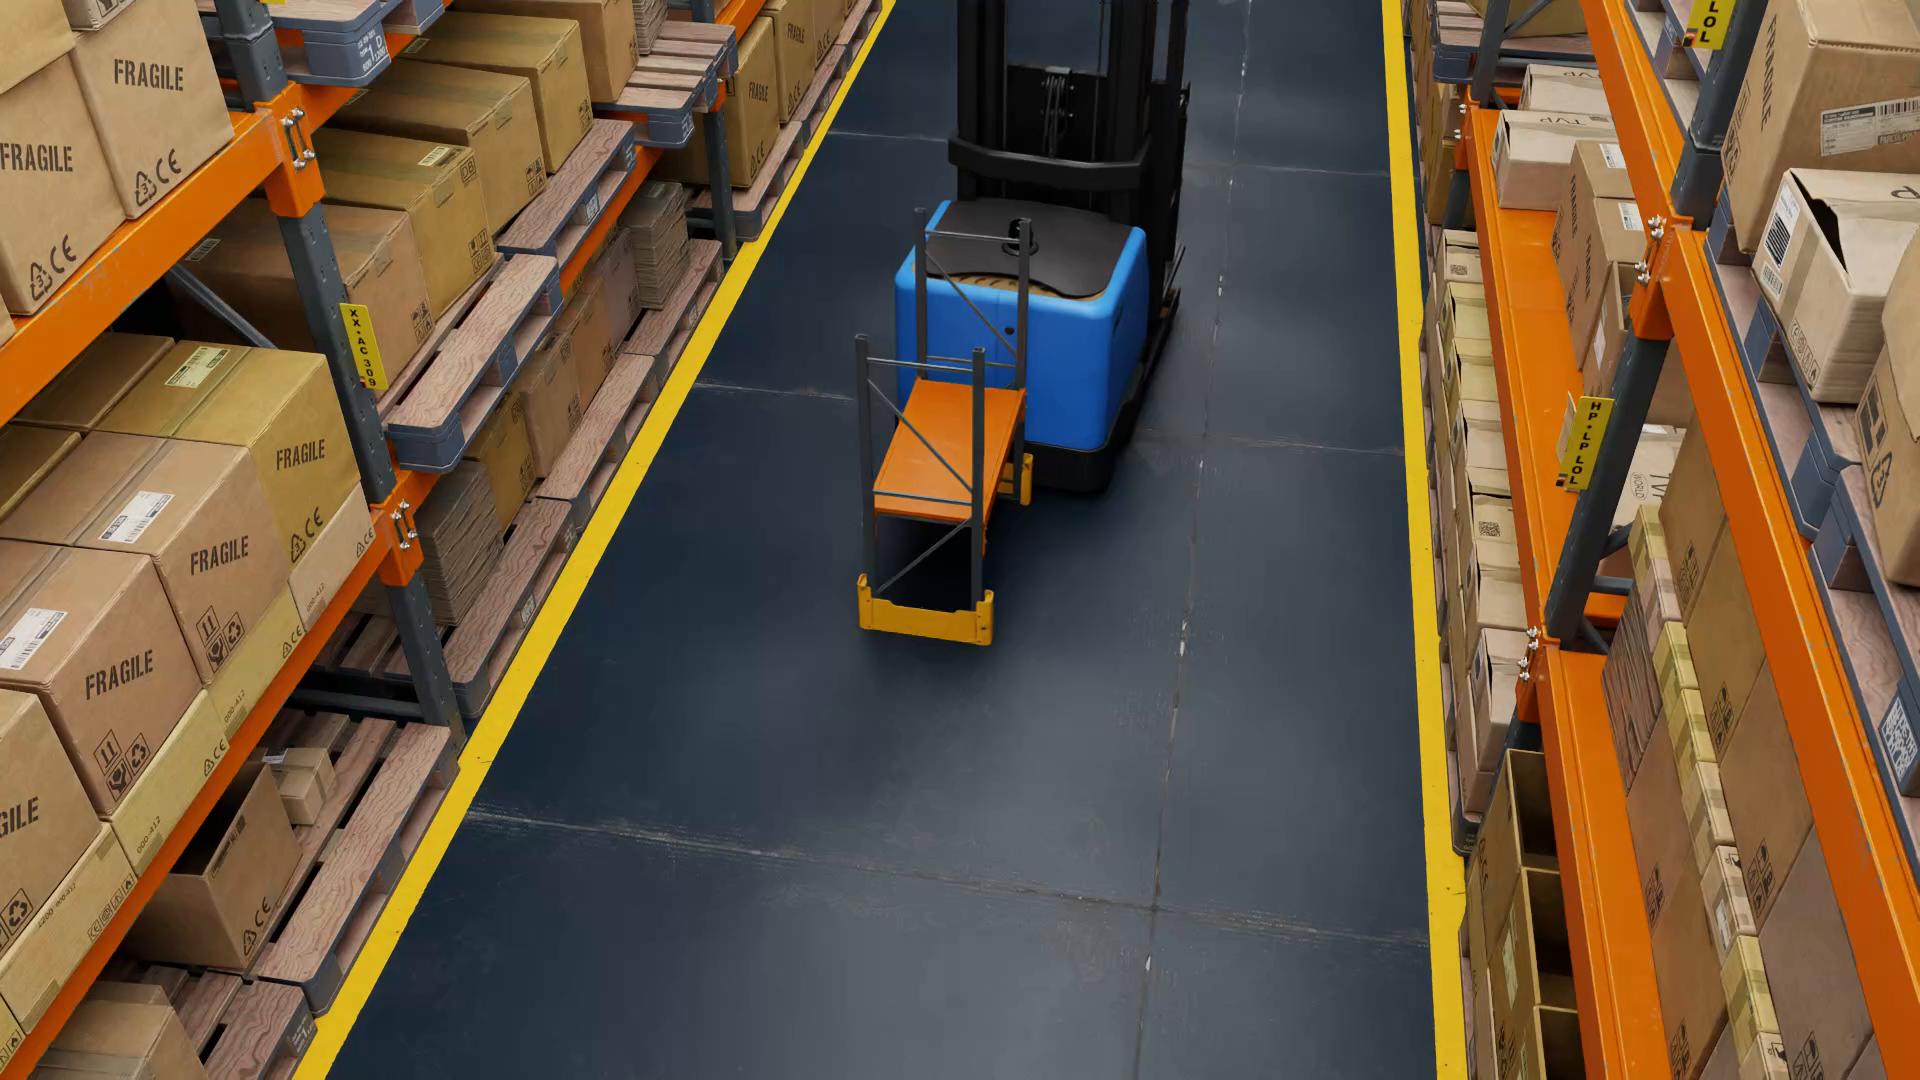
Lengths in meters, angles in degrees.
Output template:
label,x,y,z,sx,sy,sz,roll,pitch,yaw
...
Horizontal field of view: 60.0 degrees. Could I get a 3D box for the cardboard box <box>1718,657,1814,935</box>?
label,x,y,z,sx,sy,sz,roll,pitch,yaw
cardboard box,2.131,0.559,3.624,0.700,0.500,0.500,6,40,8

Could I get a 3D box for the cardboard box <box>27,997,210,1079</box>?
label,x,y,z,sx,sy,sz,roll,pitch,yaw
cardboard box,-2.713,1.710,4.944,0.700,0.500,0.500,4,40,5

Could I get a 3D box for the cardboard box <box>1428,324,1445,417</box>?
label,x,y,z,sx,sy,sz,roll,pitch,yaw
cardboard box,2.601,-0.814,8.209,0.500,0.250,0.500,5,40,6

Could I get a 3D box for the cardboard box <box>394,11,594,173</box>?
label,x,y,z,sx,sy,sz,roll,pitch,yaw
cardboard box,-2.077,-1.995,7.386,0.700,0.500,0.500,6,40,8

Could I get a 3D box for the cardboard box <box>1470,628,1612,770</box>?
label,x,y,z,sx,sy,sz,roll,pitch,yaw
cardboard box,2.163,0.582,6.080,0.500,0.311,0.500,6,40,8

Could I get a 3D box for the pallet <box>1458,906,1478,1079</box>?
label,x,y,z,sx,sy,sz,roll,pitch,yaw
pallet,2.196,1.756,5.461,1.003,0.211,1.213,6,40,8

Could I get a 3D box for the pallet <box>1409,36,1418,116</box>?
label,x,y,z,sx,sy,sz,roll,pitch,yaw
pallet,3.656,-3.245,11.509,1.003,0.211,1.213,6,40,8

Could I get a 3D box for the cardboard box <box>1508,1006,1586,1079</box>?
label,x,y,z,sx,sy,sz,roll,pitch,yaw
cardboard box,1.814,1.679,4.604,0.500,0.500,0.500,6,40,8

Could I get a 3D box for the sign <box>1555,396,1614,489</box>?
label,x,y,z,sx,sy,sz,roll,pitch,yaw
sign,1.839,-0.283,4.892,0.100,0.325,0.005,6,40,8

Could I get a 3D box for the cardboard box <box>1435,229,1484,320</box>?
label,x,y,z,sx,sy,sz,roll,pitch,yaw
cardboard box,2.688,-1.346,8.412,0.500,0.311,0.500,8,40,9

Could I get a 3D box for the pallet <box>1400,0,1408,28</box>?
label,x,y,z,sx,sy,sz,roll,pitch,yaw
pallet,3.879,-4.190,12.653,1.003,0.211,1.213,6,40,8

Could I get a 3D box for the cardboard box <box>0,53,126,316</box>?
label,x,y,z,sx,sy,sz,roll,pitch,yaw
cardboard box,-2.448,-0.899,4.036,0.500,0.500,0.500,3,40,4

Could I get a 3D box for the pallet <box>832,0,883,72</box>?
label,x,y,z,sx,sy,sz,roll,pitch,yaw
pallet,-1.179,-3.811,12.194,1.003,0.211,1.213,6,40,8

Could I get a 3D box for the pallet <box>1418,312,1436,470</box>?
label,x,y,z,sx,sy,sz,roll,pitch,yaw
pallet,2.887,-0.737,8.475,1.003,0.211,1.213,6,40,8

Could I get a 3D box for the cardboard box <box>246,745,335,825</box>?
label,x,y,z,sx,sy,sz,roll,pitch,yaw
cardboard box,-2.567,0.904,6.181,0.380,0.166,0.250,2,40,2

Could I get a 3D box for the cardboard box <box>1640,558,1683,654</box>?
label,x,y,z,sx,sy,sz,roll,pitch,yaw
cardboard box,2.095,0.203,4.563,0.380,0.149,0.250,7,40,8

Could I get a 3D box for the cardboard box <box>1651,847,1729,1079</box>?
label,x,y,z,sx,sy,sz,roll,pitch,yaw
cardboard box,2.129,1.073,4.019,0.700,0.500,0.500,7,40,8

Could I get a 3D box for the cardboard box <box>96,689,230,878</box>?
label,x,y,z,sx,sy,sz,roll,pitch,yaw
cardboard box,-2.454,0.653,4.709,0.500,0.250,0.500,6,40,7

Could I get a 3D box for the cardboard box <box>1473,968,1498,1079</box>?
label,x,y,z,sx,sy,sz,roll,pitch,yaw
cardboard box,1.905,1.655,5.222,0.500,0.250,0.500,6,40,8

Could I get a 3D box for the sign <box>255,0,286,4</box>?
label,x,y,z,sx,sy,sz,roll,pitch,yaw
sign,-1.969,-1.658,4.641,0.100,0.325,0.005,6,40,8

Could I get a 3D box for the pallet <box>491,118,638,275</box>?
label,x,y,z,sx,sy,sz,roll,pitch,yaw
pallet,-2.114,-1.547,7.418,1.003,0.211,1.213,6,40,8

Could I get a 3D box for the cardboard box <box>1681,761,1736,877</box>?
label,x,y,z,sx,sy,sz,roll,pitch,yaw
cardboard box,1.962,0.687,3.978,0.380,0.149,0.250,5,40,6

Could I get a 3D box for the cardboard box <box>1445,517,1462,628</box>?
label,x,y,z,sx,sy,sz,roll,pitch,yaw
cardboard box,2.339,0.154,7.038,0.500,0.250,0.500,7,40,9

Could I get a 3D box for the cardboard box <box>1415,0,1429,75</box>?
label,x,y,z,sx,sy,sz,roll,pitch,yaw
cardboard box,3.355,-3.428,11.158,0.500,0.500,0.500,7,40,8

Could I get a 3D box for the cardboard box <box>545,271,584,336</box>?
label,x,y,z,sx,sy,sz,roll,pitch,yaw
cardboard box,-2.130,-1.231,7.913,0.500,0.250,0.500,6,40,7

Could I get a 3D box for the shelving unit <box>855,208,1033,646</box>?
label,x,y,z,sx,sy,sz,roll,pitch,yaw
shelving unit,-0.048,-0.491,7.167,0.587,1.500,1.083,7,40,9

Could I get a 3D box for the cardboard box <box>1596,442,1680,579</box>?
label,x,y,z,sx,sy,sz,roll,pitch,yaw
cardboard box,2.417,-0.069,5.598,0.500,0.250,0.500,9,40,10

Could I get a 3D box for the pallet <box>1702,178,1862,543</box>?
label,x,y,z,sx,sy,sz,roll,pitch,yaw
pallet,2.253,-0.397,3.592,1.003,0.211,1.213,6,40,8

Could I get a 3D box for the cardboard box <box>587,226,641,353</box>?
label,x,y,z,sx,sy,sz,roll,pitch,yaw
cardboard box,-2.089,-1.306,8.592,0.700,0.500,0.500,6,40,8

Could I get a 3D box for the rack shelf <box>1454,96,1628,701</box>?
label,x,y,z,sx,sy,sz,roll,pitch,yaw
rack shelf,2.721,-0.791,6.918,1.077,0.370,4.000,6,40,8

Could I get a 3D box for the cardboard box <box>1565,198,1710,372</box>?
label,x,y,z,sx,sy,sz,roll,pitch,yaw
cardboard box,2.702,-0.977,6.499,0.500,0.500,0.500,6,40,8

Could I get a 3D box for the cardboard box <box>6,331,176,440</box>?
label,x,y,z,sx,sy,sz,roll,pitch,yaw
cardboard box,-2.791,-0.324,5.302,0.500,0.500,0.500,6,40,7

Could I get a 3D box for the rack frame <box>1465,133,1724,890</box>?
label,x,y,z,sx,sy,sz,roll,pitch,yaw
rack frame,2.375,0.187,5.170,1.000,3.000,0.127,6,40,8

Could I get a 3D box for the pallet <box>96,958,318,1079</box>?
label,x,y,z,sx,sy,sz,roll,pitch,yaw
pallet,-2.795,1.911,5.273,1.003,0.211,1.213,6,40,8

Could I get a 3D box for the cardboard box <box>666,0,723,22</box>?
label,x,y,z,sx,sy,sz,roll,pitch,yaw
cardboard box,-1.527,-2.960,9.157,0.380,0.149,0.250,6,40,7

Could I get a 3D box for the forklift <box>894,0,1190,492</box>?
label,x,y,z,sx,sy,sz,roll,pitch,yaw
forklift,0.592,-2.304,8.236,1.130,2.935,3.031,11,41,13

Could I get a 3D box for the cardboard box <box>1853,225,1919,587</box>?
label,x,y,z,sx,sy,sz,roll,pitch,yaw
cardboard box,1.966,-0.206,2.770,0.797,0.503,0.637,11,41,13

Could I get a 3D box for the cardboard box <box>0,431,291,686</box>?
label,x,y,z,sx,sy,sz,roll,pitch,yaw
cardboard box,-2.362,0.048,4.851,0.500,0.500,0.500,6,40,7

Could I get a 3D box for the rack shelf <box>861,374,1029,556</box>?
label,x,y,z,sx,sy,sz,roll,pitch,yaw
rack shelf,-0.050,-0.347,7.275,0.538,0.185,1.000,7,40,9

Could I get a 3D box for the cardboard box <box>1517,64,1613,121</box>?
label,x,y,z,sx,sy,sz,roll,pitch,yaw
cardboard box,2.961,-2.066,7.965,0.500,0.311,0.500,9,40,10

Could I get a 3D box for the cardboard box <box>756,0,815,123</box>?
label,x,y,z,sx,sy,sz,roll,pitch,yaw
cardboard box,-1.398,-3.197,10.620,0.750,0.750,0.750,6,40,7

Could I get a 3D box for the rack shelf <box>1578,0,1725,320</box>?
label,x,y,z,sx,sy,sz,roll,pitch,yaw
rack shelf,2.721,-1.947,5.962,1.077,0.370,4.000,6,40,8

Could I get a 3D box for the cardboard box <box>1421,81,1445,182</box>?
label,x,y,z,sx,sy,sz,roll,pitch,yaw
cardboard box,3.088,-2.468,9.997,0.500,0.500,0.500,5,40,6

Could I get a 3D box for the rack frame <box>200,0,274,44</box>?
label,x,y,z,sx,sy,sz,roll,pitch,yaw
rack frame,-2.504,-2.669,3.917,1.000,3.000,0.127,6,40,8

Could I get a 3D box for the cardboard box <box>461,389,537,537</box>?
label,x,y,z,sx,sy,sz,roll,pitch,yaw
cardboard box,-2.353,-0.357,7.444,0.700,0.500,0.500,6,40,7

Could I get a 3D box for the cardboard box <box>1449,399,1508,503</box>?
label,x,y,z,sx,sy,sz,roll,pitch,yaw
cardboard box,2.426,-0.373,7.235,0.500,0.311,0.500,6,40,7

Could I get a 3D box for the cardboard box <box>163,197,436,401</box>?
label,x,y,z,sx,sy,sz,roll,pitch,yaw
cardboard box,-2.383,-0.881,6.038,0.700,0.500,0.500,7,40,8

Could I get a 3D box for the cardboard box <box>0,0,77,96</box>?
label,x,y,z,sx,sy,sz,roll,pitch,yaw
cardboard box,-2.409,-1.254,3.679,0.500,0.500,0.500,8,40,10

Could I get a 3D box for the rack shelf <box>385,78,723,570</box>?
label,x,y,z,sx,sy,sz,roll,pitch,yaw
rack shelf,-2.158,-1.335,7.576,1.077,0.370,4.000,6,40,8

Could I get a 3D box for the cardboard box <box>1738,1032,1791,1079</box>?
label,x,y,z,sx,sy,sz,roll,pitch,yaw
cardboard box,1.828,1.174,3.389,0.380,0.149,0.250,6,40,7
